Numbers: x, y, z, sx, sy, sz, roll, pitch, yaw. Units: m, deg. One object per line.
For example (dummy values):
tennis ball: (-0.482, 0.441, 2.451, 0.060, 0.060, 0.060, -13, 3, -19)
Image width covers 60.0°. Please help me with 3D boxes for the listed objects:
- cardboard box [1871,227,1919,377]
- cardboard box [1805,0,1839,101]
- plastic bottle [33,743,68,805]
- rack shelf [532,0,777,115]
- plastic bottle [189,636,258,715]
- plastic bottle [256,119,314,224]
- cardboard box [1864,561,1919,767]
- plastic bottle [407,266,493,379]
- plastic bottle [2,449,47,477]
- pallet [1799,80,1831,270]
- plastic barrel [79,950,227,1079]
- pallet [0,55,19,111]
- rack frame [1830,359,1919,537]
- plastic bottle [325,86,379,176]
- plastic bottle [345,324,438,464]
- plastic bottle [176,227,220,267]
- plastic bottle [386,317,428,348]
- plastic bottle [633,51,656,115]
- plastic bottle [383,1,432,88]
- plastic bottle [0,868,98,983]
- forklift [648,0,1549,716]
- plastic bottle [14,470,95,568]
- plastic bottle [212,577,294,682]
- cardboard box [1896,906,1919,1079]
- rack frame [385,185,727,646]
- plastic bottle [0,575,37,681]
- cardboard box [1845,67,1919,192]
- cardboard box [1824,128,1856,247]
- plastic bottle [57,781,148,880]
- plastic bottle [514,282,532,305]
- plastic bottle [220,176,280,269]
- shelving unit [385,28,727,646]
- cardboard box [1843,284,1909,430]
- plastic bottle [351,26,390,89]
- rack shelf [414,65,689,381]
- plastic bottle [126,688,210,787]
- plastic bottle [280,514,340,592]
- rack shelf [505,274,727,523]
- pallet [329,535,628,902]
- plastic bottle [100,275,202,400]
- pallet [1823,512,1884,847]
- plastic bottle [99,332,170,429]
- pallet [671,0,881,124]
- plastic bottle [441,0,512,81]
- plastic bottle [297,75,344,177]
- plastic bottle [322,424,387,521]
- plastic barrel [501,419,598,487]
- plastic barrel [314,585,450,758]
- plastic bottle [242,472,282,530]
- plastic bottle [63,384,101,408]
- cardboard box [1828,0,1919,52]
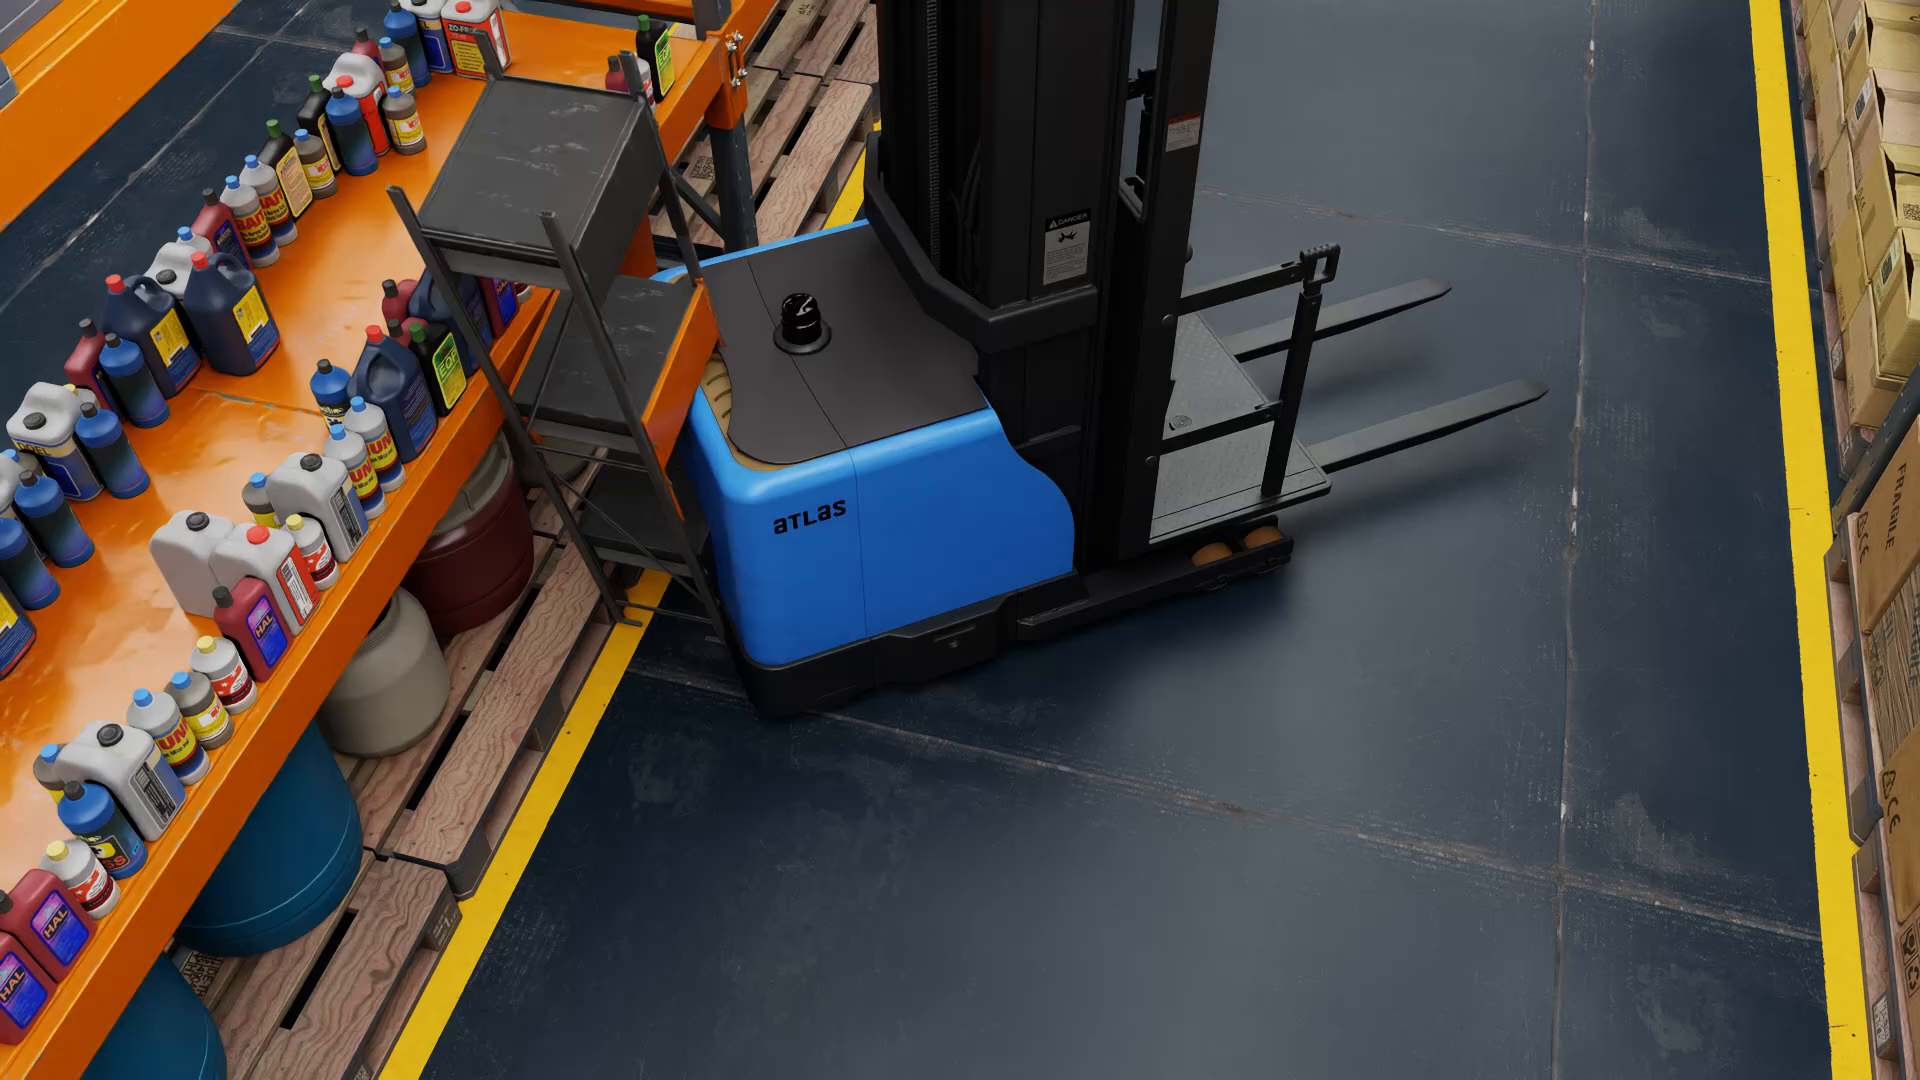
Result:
cardboard box: (3.423, -0.793, 5.629, 0.500, 0.311, 0.500, 13, 50, 11)
cardboard box: (3.961, -2.085, 7.144, 0.500, 0.250, 0.500, 10, 49, 9)
plastic bottle: (-1.848, 0.493, 3.447, 0.097, 0.201, 0.097, 0, 49, 0)
rack shelf: (-0.729, -3.139, 7.000, 1.077, 0.370, 4.000, 12, 50, 10)
plastic bottle: (-1.614, 0.285, 3.630, 0.097, 0.201, 0.097, 0, 49, 0)
plastic bottle: (-1.943, -1.053, 4.757, 0.061, 0.283, 0.133, 12, 50, 10)
cardboard box: (2.995, 0.384, 4.784, 0.500, 0.500, 0.500, 10, 49, 9)
plastic bottle: (-1.333, -0.604, 4.315, 0.144, 0.351, 0.185, 12, 50, 10)
plastic bottle: (-2.248, -0.136, 4.002, 0.097, 0.201, 0.097, 0, 49, 0)
pallet: (4.100, -1.495, 6.929, 1.003, 0.211, 1.213, 12, 50, 10)
plastic barrel: (-2.148, 1.128, 3.873, 0.600, 0.901, 0.708, 12, 50, 10)
pallet: (-2.196, -0.554, 2.363, 1.213, 0.211, 1.003, 12, 50, 10)
rack frame: (3.523, -0.950, 4.588, 1.000, 3.000, 0.127, 12, 50, 10)
plastic bottle: (-1.801, -1.214, 4.906, 0.097, 0.271, 0.097, 0, 49, 0)
plastic bottle: (-1.417, -0.374, 4.112, 0.144, 0.351, 0.185, 12, 50, 10)
plastic bottle: (-2.042, -0.725, 4.475, 0.097, 0.271, 0.097, 0, 49, 0)
plastic bottle: (-1.393, -0.470, 4.242, 0.061, 0.283, 0.133, 12, 50, 10)
plastic bottle: (-0.998, -1.408, 5.125, 0.097, 0.201, 0.097, 0, 49, 0)
plastic bottle: (-1.738, -1.560, 5.212, 0.097, 0.271, 0.097, 0, 49, 0)
plastic bottle: (-1.765, 0.724, 3.188, 0.061, 0.283, 0.133, 12, 50, 10)
forklift: (0.575, -1.150, 4.810, 3.031, 2.935, 1.130, -17, 51, -15)
plastic bottle: (-2.127, -0.059, 3.887, 0.097, 0.271, 0.097, 0, 49, 0)
plastic bottle: (-1.566, 0.178, 3.670, 0.061, 0.283, 0.133, 12, 50, 10)
cardboard box: (2.725, 1.124, 4.131, 0.500, 0.500, 0.500, 10, 49, 9)
rack frame: (-1.000, -0.218, 4.525, 0.400, 2.100, 0.015, 11, 62, 10)
plastic bottle: (-2.194, 0.144, 3.655, 0.144, 0.351, 0.185, 12, 50, 10)
cardboard box: (3.689, -1.534, 6.283, 0.500, 0.311, 0.500, 11, 50, 10)
cardboard box: (3.693, -1.345, 6.490, 0.500, 0.250, 0.500, 13, 50, 11)
plastic bottle: (-1.726, 0.570, 3.332, 0.097, 0.271, 0.097, 0, 49, 0)
plastic bottle: (-1.238, -0.748, 4.542, 0.097, 0.201, 0.097, 0, 49, 0)
plastic bottle: (-1.981, -0.892, 4.622, 0.097, 0.271, 0.097, 0, 49, 0)
shelving unit: (-0.939, -0.425, 4.639, 0.431, 2.100, 0.503, 11, 62, 10)
cardboard box: (3.426, -0.608, 5.840, 0.500, 0.250, 0.500, 13, 50, 11)
plastic bottle: (-1.811, -1.414, 5.075, 0.061, 0.283, 0.133, 12, 50, 10)
rack shelf: (-0.982, -0.764, 4.044, 0.431, 0.518, 0.480, 11, 62, 10)
plastic bottle: (-1.665, 0.402, 3.480, 0.097, 0.271, 0.097, 0, 49, 0)
plastic bottle: (-1.518, 0.021, 3.864, 0.097, 0.201, 0.097, 0, 49, 0)
rack shelf: (-0.938, -0.418, 4.651, 0.431, 0.518, 0.480, 11, 62, 10)
pallet: (-1.746, 0.450, 5.212, 1.003, 0.211, 1.213, 12, 50, 10)
plastic bottle: (-2.092, -0.547, 4.265, 0.144, 0.351, 0.185, 12, 50, 10)
pallet: (3.290, 0.505, 5.164, 1.003, 0.211, 1.213, 12, 50, 10)
plastic bottle: (-2.093, -0.412, 4.198, 0.097, 0.271, 0.097, 0, 49, 0)
pallet: (-0.691, -2.440, 7.763, 1.003, 0.211, 1.213, 12, 50, 10)
plastic bottle: (-1.534, -1.610, 5.253, 0.152, 0.276, 0.135, 12, 50, 10)
plastic bottle: (-1.882, -1.220, 4.904, 0.061, 0.283, 0.133, 12, 50, 10)
plastic bottle: (-1.457, -0.170, 3.986, 0.097, 0.271, 0.097, 0, 49, 0)
plastic barrel: (-1.430, -0.463, 5.537, 0.421, 0.512, 0.421, 0, 49, 0)
plastic barrel: (-1.727, 0.354, 4.816, 0.421, 0.512, 0.421, 0, 49, 0)
plastic bottle: (-1.639, -0.080, 3.952, 0.097, 0.201, 0.097, 0, 49, 0)
plastic bottle: (-2.187, -0.304, 4.150, 0.097, 0.201, 0.097, 0, 49, 0)
cardboard box: (3.954, -2.273, 6.935, 0.500, 0.311, 0.500, 10, 49, 9)
